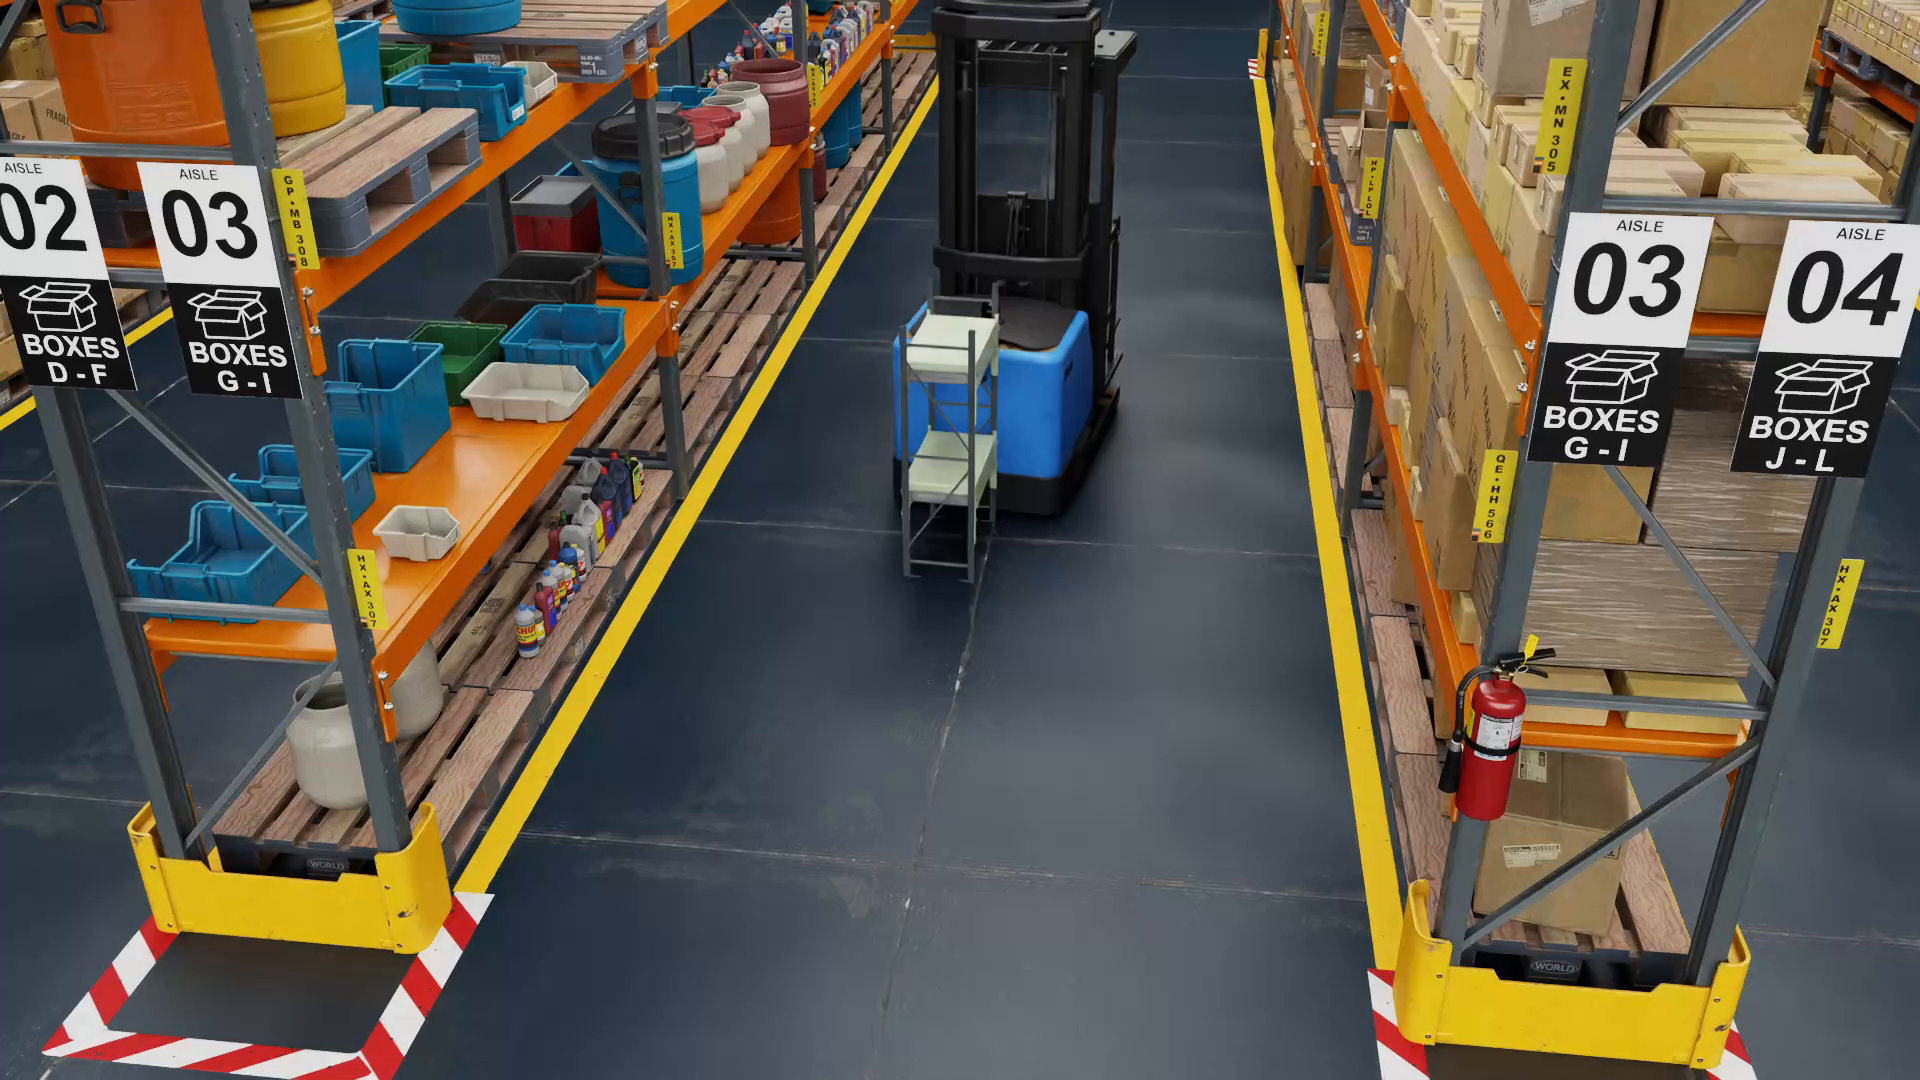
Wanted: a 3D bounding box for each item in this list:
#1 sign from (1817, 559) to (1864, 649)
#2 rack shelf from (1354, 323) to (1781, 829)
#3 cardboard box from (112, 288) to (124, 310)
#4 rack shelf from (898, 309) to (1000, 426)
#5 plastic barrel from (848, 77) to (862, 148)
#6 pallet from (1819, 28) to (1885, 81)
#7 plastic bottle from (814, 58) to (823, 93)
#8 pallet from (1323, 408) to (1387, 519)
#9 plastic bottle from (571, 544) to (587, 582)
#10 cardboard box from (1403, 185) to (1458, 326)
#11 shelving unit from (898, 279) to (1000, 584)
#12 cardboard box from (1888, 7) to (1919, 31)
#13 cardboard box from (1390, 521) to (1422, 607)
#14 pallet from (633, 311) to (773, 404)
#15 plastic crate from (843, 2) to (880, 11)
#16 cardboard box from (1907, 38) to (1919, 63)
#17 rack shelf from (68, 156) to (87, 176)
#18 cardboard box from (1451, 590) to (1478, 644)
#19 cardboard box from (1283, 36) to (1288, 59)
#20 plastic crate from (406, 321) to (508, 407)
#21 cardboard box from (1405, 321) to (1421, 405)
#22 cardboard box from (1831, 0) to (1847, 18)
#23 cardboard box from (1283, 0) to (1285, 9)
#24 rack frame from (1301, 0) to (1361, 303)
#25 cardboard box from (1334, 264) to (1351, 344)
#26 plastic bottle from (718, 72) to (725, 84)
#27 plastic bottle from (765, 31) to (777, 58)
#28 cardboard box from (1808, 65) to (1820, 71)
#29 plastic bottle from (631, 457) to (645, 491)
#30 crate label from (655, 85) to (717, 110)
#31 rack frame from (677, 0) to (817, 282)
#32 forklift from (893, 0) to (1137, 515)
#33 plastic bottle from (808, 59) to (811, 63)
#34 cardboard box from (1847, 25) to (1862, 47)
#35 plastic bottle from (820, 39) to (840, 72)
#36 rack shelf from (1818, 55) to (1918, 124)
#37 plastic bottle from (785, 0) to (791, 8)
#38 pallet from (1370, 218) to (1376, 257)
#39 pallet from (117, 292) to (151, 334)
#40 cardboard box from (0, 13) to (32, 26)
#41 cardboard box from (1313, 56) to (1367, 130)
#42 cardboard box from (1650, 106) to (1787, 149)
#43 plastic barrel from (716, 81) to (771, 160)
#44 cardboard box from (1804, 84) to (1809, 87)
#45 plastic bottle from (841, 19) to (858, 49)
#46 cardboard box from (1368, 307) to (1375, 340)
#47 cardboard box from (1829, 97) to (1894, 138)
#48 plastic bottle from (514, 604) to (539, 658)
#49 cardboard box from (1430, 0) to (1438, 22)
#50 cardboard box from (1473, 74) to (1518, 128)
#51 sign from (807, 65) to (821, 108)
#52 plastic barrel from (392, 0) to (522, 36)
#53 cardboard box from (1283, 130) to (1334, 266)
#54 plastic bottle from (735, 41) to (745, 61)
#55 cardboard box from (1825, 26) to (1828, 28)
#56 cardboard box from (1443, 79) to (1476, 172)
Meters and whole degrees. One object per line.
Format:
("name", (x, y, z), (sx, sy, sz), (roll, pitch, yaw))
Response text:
("sign", (2.786, 0.204, 5.295), (0.100, 0.325, 0.005), (3, 28, 6))
("rack shelf", (2.492, -0.071, 7.477), (1.077, 0.370, 4.000), (3, 28, 6))
("cardboard box", (-6.611, -1.780, 12.348), (0.500, 0.250, 0.500), (4, 29, 7))
("rack shelf", (-0.051, -0.953, 9.115), (0.431, 0.370, 0.720), (5, 29, 9))
("plastic barrel", (-1.282, -4.388, 16.503), (0.600, 0.901, 0.708), (3, 28, 6))
("pallet", (8.390, -4.323, 14.814), (1.003, 0.211, 1.213), (3, 28, 6))
("plastic bottle", (-1.196, -3.911, 13.970), (0.061, 0.283, 0.133), (3, 28, 6))
("pallet", (2.831, -0.468, 10.396), (1.003, 0.211, 1.213), (3, 28, 6))
("plastic bottle", (-2.045, 0.117, 8.856), (0.097, 0.201, 0.097), (0, 28, 0))
("cardboard box", (2.308, -1.276, 7.483), (0.500, 0.500, 0.500), (3, 28, 6))
("shelving unit", (-0.051, -0.610, 9.300), (0.431, 1.500, 0.755), (5, 29, 9))
("cardboard box", (7.966, -4.328, 13.815), (0.380, 0.149, 0.250), (4, 29, 8))
("cardboard box", (2.586, 0.043, 8.701), (0.500, 0.500, 0.500), (13, 31, 22))
("pallet", (-1.974, -1.337, 12.009), (1.003, 0.211, 1.213), (3, 28, 6))
("plastic crate", (-0.999, -5.503, 17.018), (0.396, 0.136, 0.243), (3, 28, 6))
("cardboard box", (7.902, -3.947, 13.423), (0.380, 0.149, 0.250), (4, 29, 7))
("rack shelf", (-6.849, -2.531, 12.044), (1.077, 0.370, 4.000), (3, 28, 6))
("cardboard box", (2.088, 0.280, 6.332), (0.380, 0.149, 0.250), (3, 28, 6))
("cardboard box", (4.097, -5.493, 18.580), (0.875, 0.875, 0.875), (3, 28, 6))
("plastic crate", (-2.625, -0.901, 8.483), (0.450, 0.188, 0.662), (3, 28, 6))
("cardboard box", (2.563, -0.821, 7.692), (0.875, 0.500, 0.500), (3, 28, 6))
("cardboard box", (8.123, -4.805, 15.015), (0.380, 0.149, 0.250), (4, 29, 7))
("cardboard box", (3.524, -5.510, 17.079), (0.380, 0.149, 0.250), (4, 29, 7))
("rack frame", (3.227, -3.212, 12.549), (1.000, 3.000, 0.127), (3, 28, 6))
("cardboard box", (3.110, -1.727, 11.964), (0.700, 0.500, 0.500), (1, 28, 2))
("plastic bottle", (-2.002, -3.789, 13.830), (0.097, 0.201, 0.097), (0, 28, 0))
("plastic bottle", (-1.697, -4.432, 14.950), (0.097, 0.271, 0.097), (0, 28, 0))
("cardboard box", (9.096, -4.960, 17.729), (0.380, 0.149, 0.250), (2, 28, 4))
("plastic bottle", (-1.913, -0.390, 9.797), (0.097, 0.201, 0.097), (0, 28, 0))
("crate label", (-2.078, -3.063, 12.236), (0.502, 0.435, 0.616), (3, 28, 6))
("rack frame", (-1.688, -3.500, 13.083), (1.000, 3.000, 0.127), (3, 28, 6))
("forklift", (0.470, -2.120, 10.596), (1.130, 2.935, 3.031), (7, 29, 13))
("plastic bottle", (-1.277, -3.902, 13.966), (0.097, 0.271, 0.097), (0, 28, 0))
("cardboard box", (8.060, -4.426, 14.625), (0.380, 0.149, 0.250), (4, 29, 7))
("plastic bottle", (-1.144, -4.283, 14.667), (0.152, 0.276, 0.135), (3, 28, 6))
("rack shelf", (8.383, -3.501, 13.844), (1.077, 0.370, 4.000), (3, 28, 6))
("plastic bottle", (-1.683, -5.120, 16.215), (0.061, 0.283, 0.133), (3, 28, 6))
("pallet", (2.975, -1.596, 9.751), (1.003, 0.211, 1.213), (3, 28, 6))
("pallet", (-6.895, -1.604, 12.504), (1.003, 0.211, 1.213), (3, 28, 6))
("cardboard box", (-10.958, -5.990, 19.214), (0.380, 0.149, 0.250), (2, 28, 5))
("cardboard box", (3.042, -3.502, 12.983), (0.500, 0.500, 0.500), (4, 29, 8))
("cardboard box", (2.685, -1.473, 5.896), (0.380, 0.149, 0.250), (3, 28, 6))
("plastic barrel", (-1.602, -3.052, 12.135), (0.421, 0.512, 0.421), (0, 28, 0))
("cardboard box", (8.479, -4.624, 17.106), (0.380, 0.149, 0.250), (2, 28, 4))
("plastic bottle", (-1.032, -4.714, 15.468), (0.152, 0.276, 0.135), (3, 28, 6))
("cardboard box", (2.412, -1.135, 8.958), (0.380, 0.149, 0.250), (3, 28, 6))
("cardboard box", (8.275, -3.841, 15.119), (0.500, 0.250, 0.500), (2, 28, 4))
("plastic bottle", (-2.137, 0.438, 8.187), (0.097, 0.271, 0.097), (0, 28, 0))
("cardboard box", (2.427, -2.494, 7.793), (0.380, 0.149, 0.250), (2, 28, 4))
("cardboard box", (2.138, -1.637, 6.201), (0.380, 0.149, 0.250), (2, 28, 4))
("sign", (-1.141, -3.543, 12.991), (0.100, 0.325, 0.005), (3, 28, 6))
("plastic barrel", (-2.407, -2.881, 7.800), (0.600, 0.901, 0.708), (3, 28, 6))
("cardboard box", (3.333, -2.785, 13.554), (1.225, 0.875, 0.875), (2, 28, 4))
("plastic bottle", (-1.922, -4.201, 14.509), (0.061, 0.283, 0.133), (3, 28, 6))
("cardboard box", (8.430, -4.796, 15.755), (0.380, 0.149, 0.250), (3, 28, 6))
("cardboard box", (2.240, -1.655, 6.655), (0.500, 0.250, 0.500), (3, 28, 5))
